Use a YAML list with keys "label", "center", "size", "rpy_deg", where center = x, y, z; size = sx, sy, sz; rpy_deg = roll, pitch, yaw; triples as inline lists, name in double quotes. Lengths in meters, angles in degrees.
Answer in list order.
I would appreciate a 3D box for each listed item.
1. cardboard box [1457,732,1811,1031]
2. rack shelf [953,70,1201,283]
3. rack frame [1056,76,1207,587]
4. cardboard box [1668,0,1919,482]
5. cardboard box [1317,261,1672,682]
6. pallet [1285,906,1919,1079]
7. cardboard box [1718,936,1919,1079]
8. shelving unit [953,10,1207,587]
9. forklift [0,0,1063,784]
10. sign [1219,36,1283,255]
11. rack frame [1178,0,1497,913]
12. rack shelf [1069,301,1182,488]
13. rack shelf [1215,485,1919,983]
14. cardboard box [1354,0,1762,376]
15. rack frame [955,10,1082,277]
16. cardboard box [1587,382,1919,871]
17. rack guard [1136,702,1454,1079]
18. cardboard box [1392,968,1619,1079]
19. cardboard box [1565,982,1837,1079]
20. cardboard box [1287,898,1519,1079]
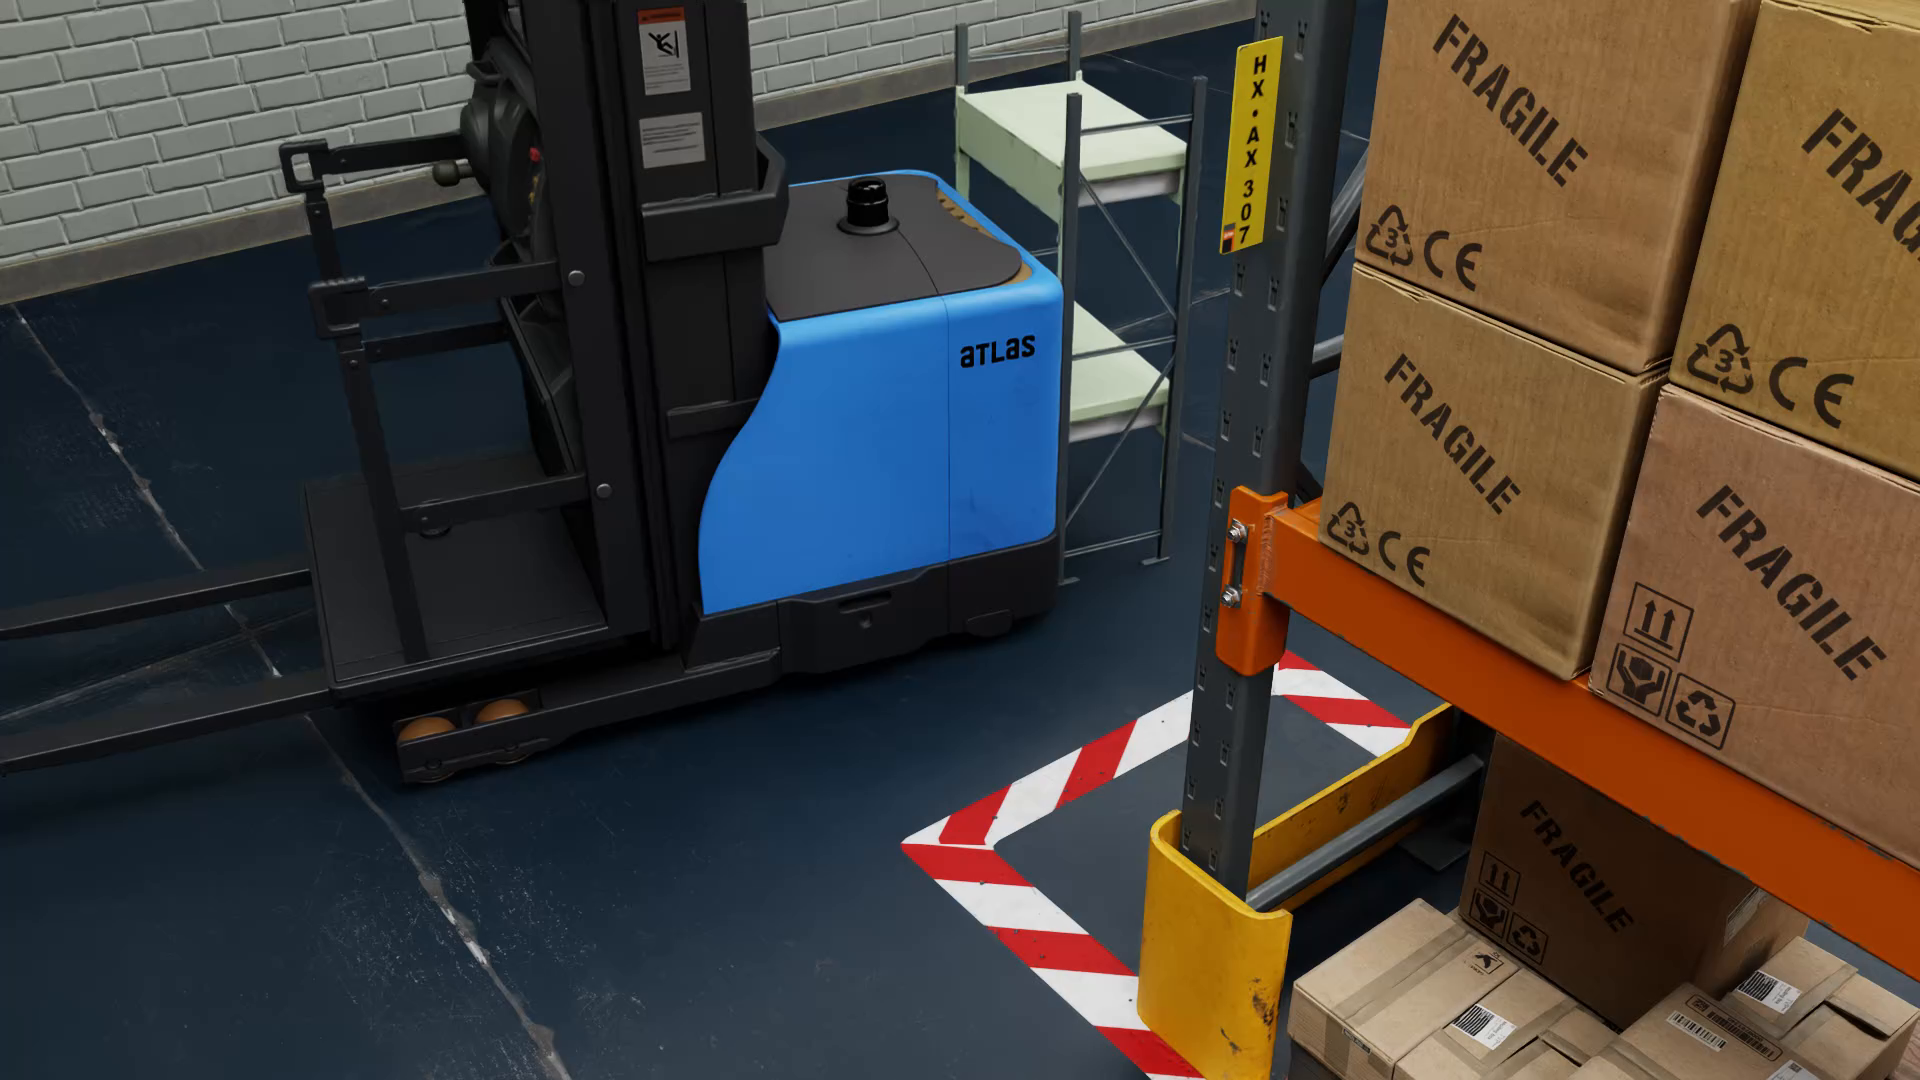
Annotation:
- label: "cardboard box"
  center: [1.406, 0.611, 3.375]
  size: [0.500, 0.500, 0.500]
  rpy_deg: [-22, 38, -31]
- label: "rack shelf"
  center: [0.316, -1.047, 4.774]
  size: [0.431, 0.370, 0.720]
  rpy_deg: [-13, 34, -19]
- label: "rack frame"
  center: [0.460, -0.538, 4.694]
  size: [0.400, 1.500, 0.023]
  rpy_deg: [-13, 34, -19]
- label: "cardboard box"
  center: [1.268, -0.392, 1.996]
  size: [0.500, 0.500, 0.500]
  rpy_deg: [-22, 38, -31]
- label: "cardboard box"
  center: [0.941, -0.183, 2.607]
  size: [0.500, 0.500, 0.500]
  rpy_deg: [-21, 38, -30]
- label: "pallet"
  center: [1.414, 1.138, 3.219]
  size: [1.003, 0.211, 1.213]
  rpy_deg: [-22, 38, -31]
- label: "cardboard box"
  center: [1.583, 0.951, 3.145]
  size: [0.380, 0.166, 0.250]
  rpy_deg: [-22, 38, -31]
- label: "shelving unit"
  center: [0.316, -0.715, 4.980]
  size: [0.431, 1.500, 0.755]
  rpy_deg: [-13, 34, -19]
- label: "forklift"
  center: [-1.282, -0.941, 3.987]
  size: [3.031, 2.935, 1.130]
  rpy_deg: [-12, 34, -19]
- label: "sign"
  center: [0.449, -0.603, 2.557]
  size: [0.100, 0.325, 0.005]
  rpy_deg: [-22, 38, -31]
- label: "rack frame"
  center: [0.878, -0.411, 3.068]
  size: [1.000, 3.000, 0.127]
  rpy_deg: [-22, 38, -31]
- label: "rack shelf"
  center: [0.316, -0.438, 5.152]
  size: [0.431, 0.370, 0.720]
  rpy_deg: [-13, 34, -19]
- label: "rack shelf"
  center: [2.104, 0.728, 1.916]
  size: [1.077, 0.370, 4.000]
  rpy_deg: [-22, 38, -31]
- label: "cardboard box"
  center: [0.941, -0.608, 2.343]
  size: [0.500, 0.500, 0.500]
  rpy_deg: [-21, 38, -30]
- label: "rack frame"
  center: [0.173, -0.893, 5.266]
  size: [0.400, 1.500, 0.023]
  rpy_deg: [-13, 34, -19]
- label: "cardboard box"
  center: [1.262, 0.030, 2.263]
  size: [0.500, 0.500, 0.500]
  rpy_deg: [-23, 38, -32]
- label: "rack guard"
  center: [0.924, 0.683, 3.677]
  size: [1.175, 0.500, 0.348]
  rpy_deg: [-22, 38, -31]
- label: "cardboard box"
  center: [1.016, 0.996, 3.072]
  size: [0.380, 0.166, 0.250]
  rpy_deg: [-22, 38, -31]
- label: "cardboard box"
  center: [1.294, 1.097, 2.829]
  size: [0.500, 0.250, 0.500]
  rpy_deg: [-22, 38, -31]
- label: "cardboard box"
  center: [0.863, 0.899, 3.244]
  size: [0.380, 0.149, 0.250]
  rpy_deg: [-22, 38, -31]
